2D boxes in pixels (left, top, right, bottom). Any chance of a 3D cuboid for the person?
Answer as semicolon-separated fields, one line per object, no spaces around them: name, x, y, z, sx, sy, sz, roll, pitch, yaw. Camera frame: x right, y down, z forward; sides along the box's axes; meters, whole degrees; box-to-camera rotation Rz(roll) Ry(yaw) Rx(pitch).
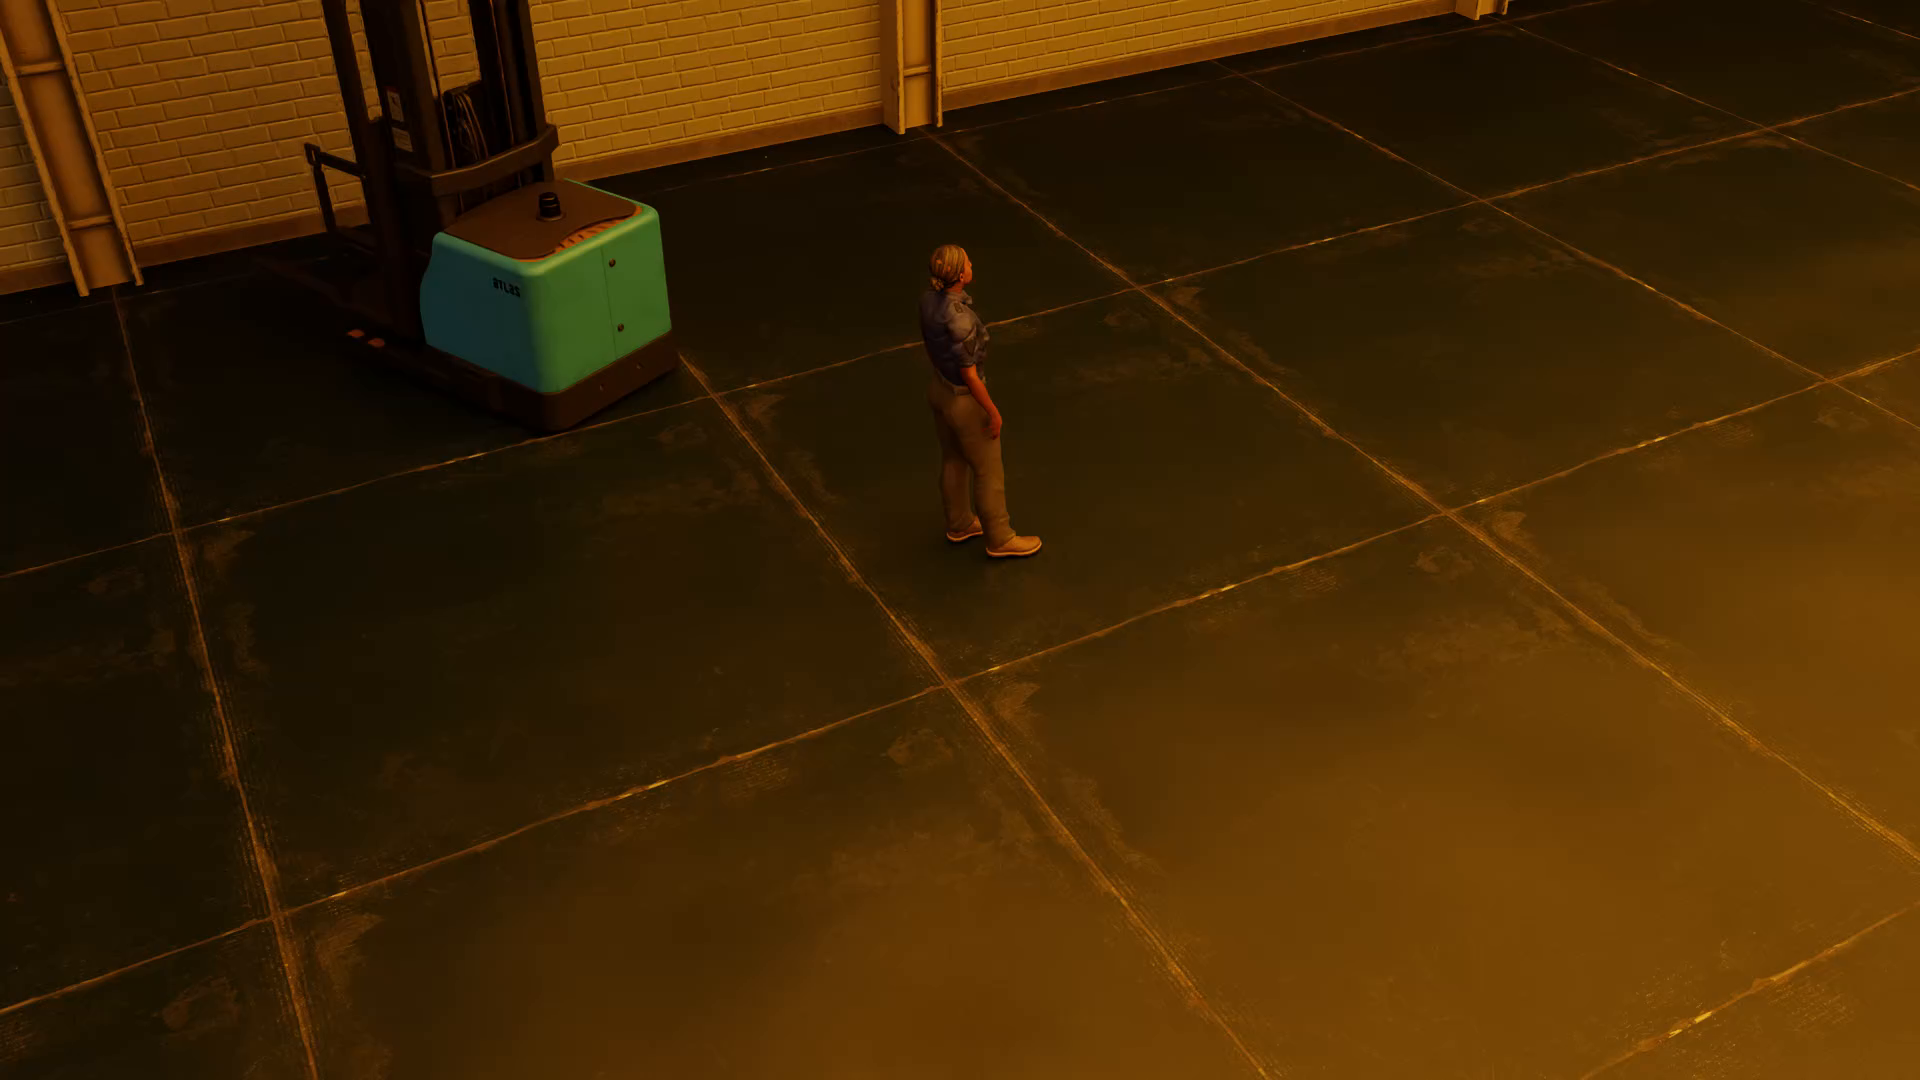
person;0.087;-0.695;8.200;0.503;1.656;0.570;-17;39;-23

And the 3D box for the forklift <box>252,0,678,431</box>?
forklift;-3.198;-2.485;9.639;3.031;2.935;1.130;23;41;28
